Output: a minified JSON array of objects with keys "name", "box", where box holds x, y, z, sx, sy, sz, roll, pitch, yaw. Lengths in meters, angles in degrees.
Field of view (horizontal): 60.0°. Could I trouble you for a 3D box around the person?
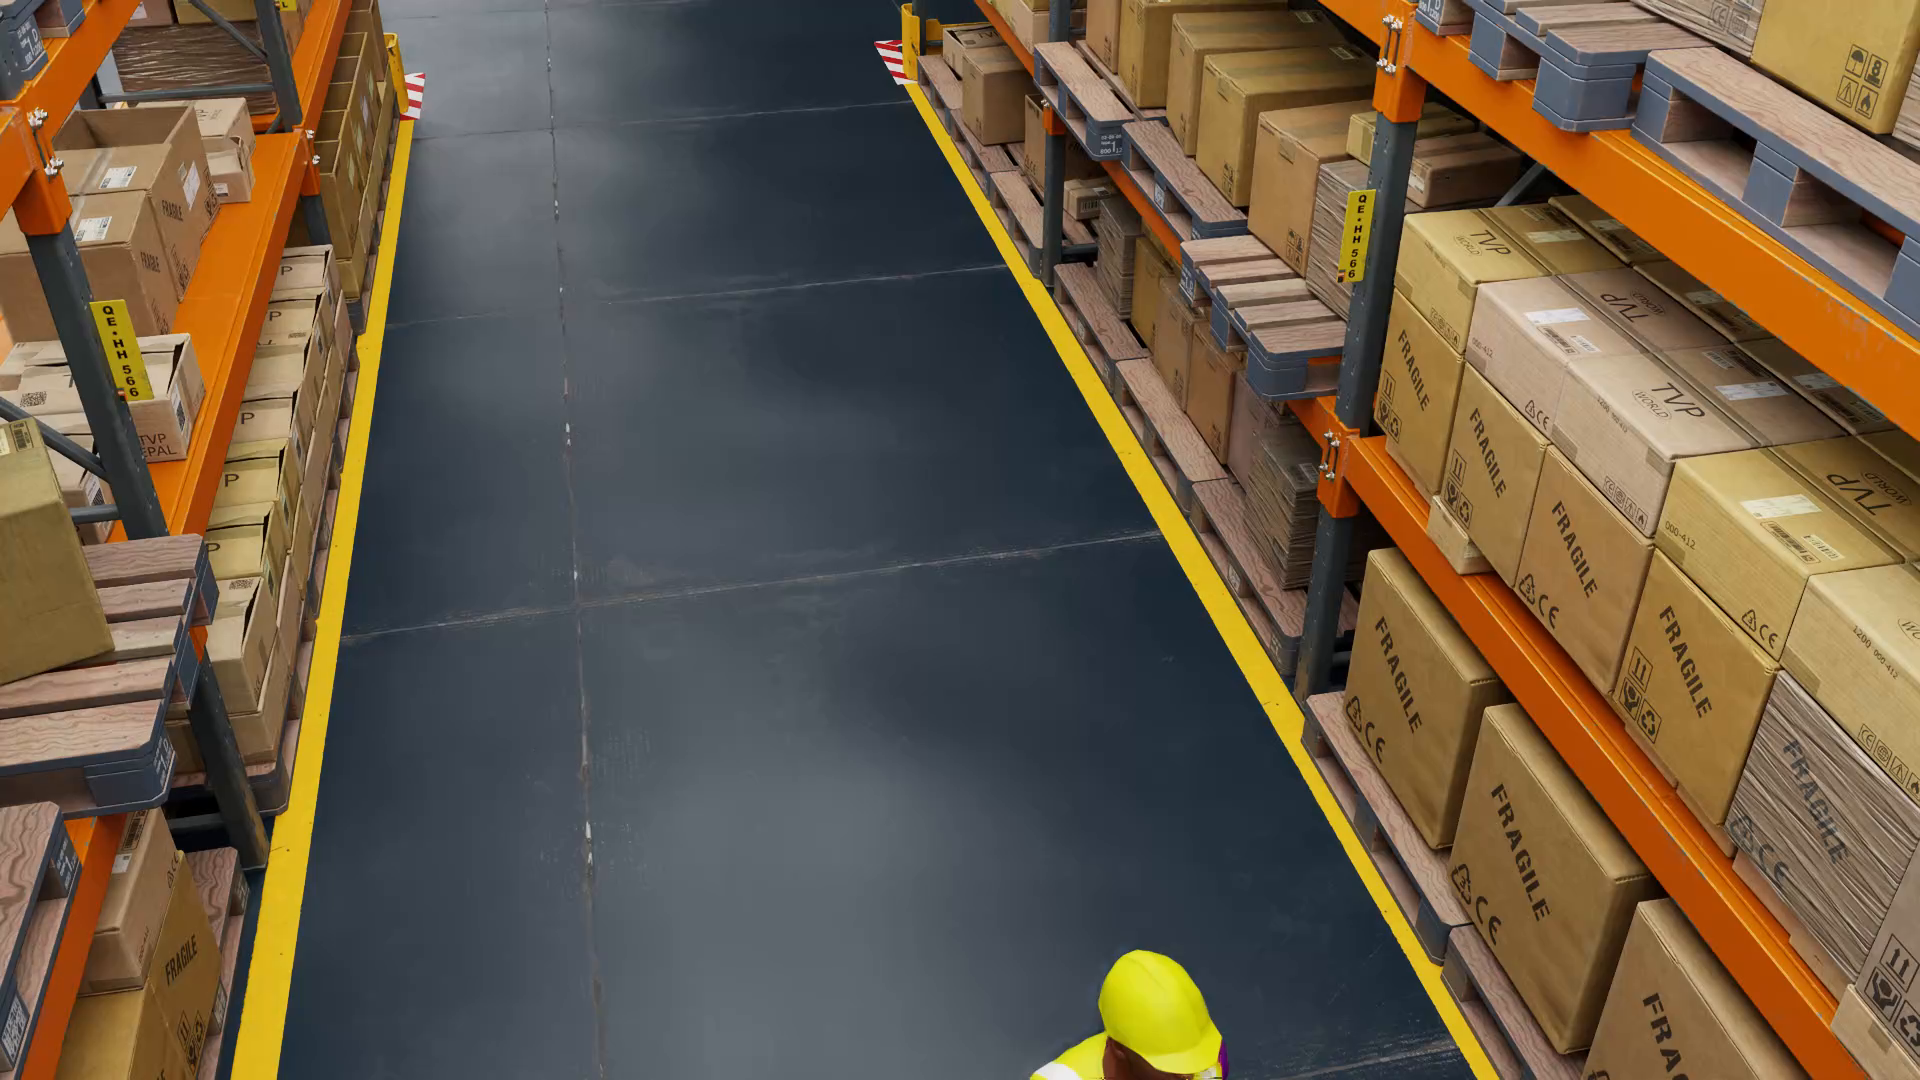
[{"name":"person","box":[0.360,1.574,3.809,0.573,1.715,1.024,-15,37,-21]}]
